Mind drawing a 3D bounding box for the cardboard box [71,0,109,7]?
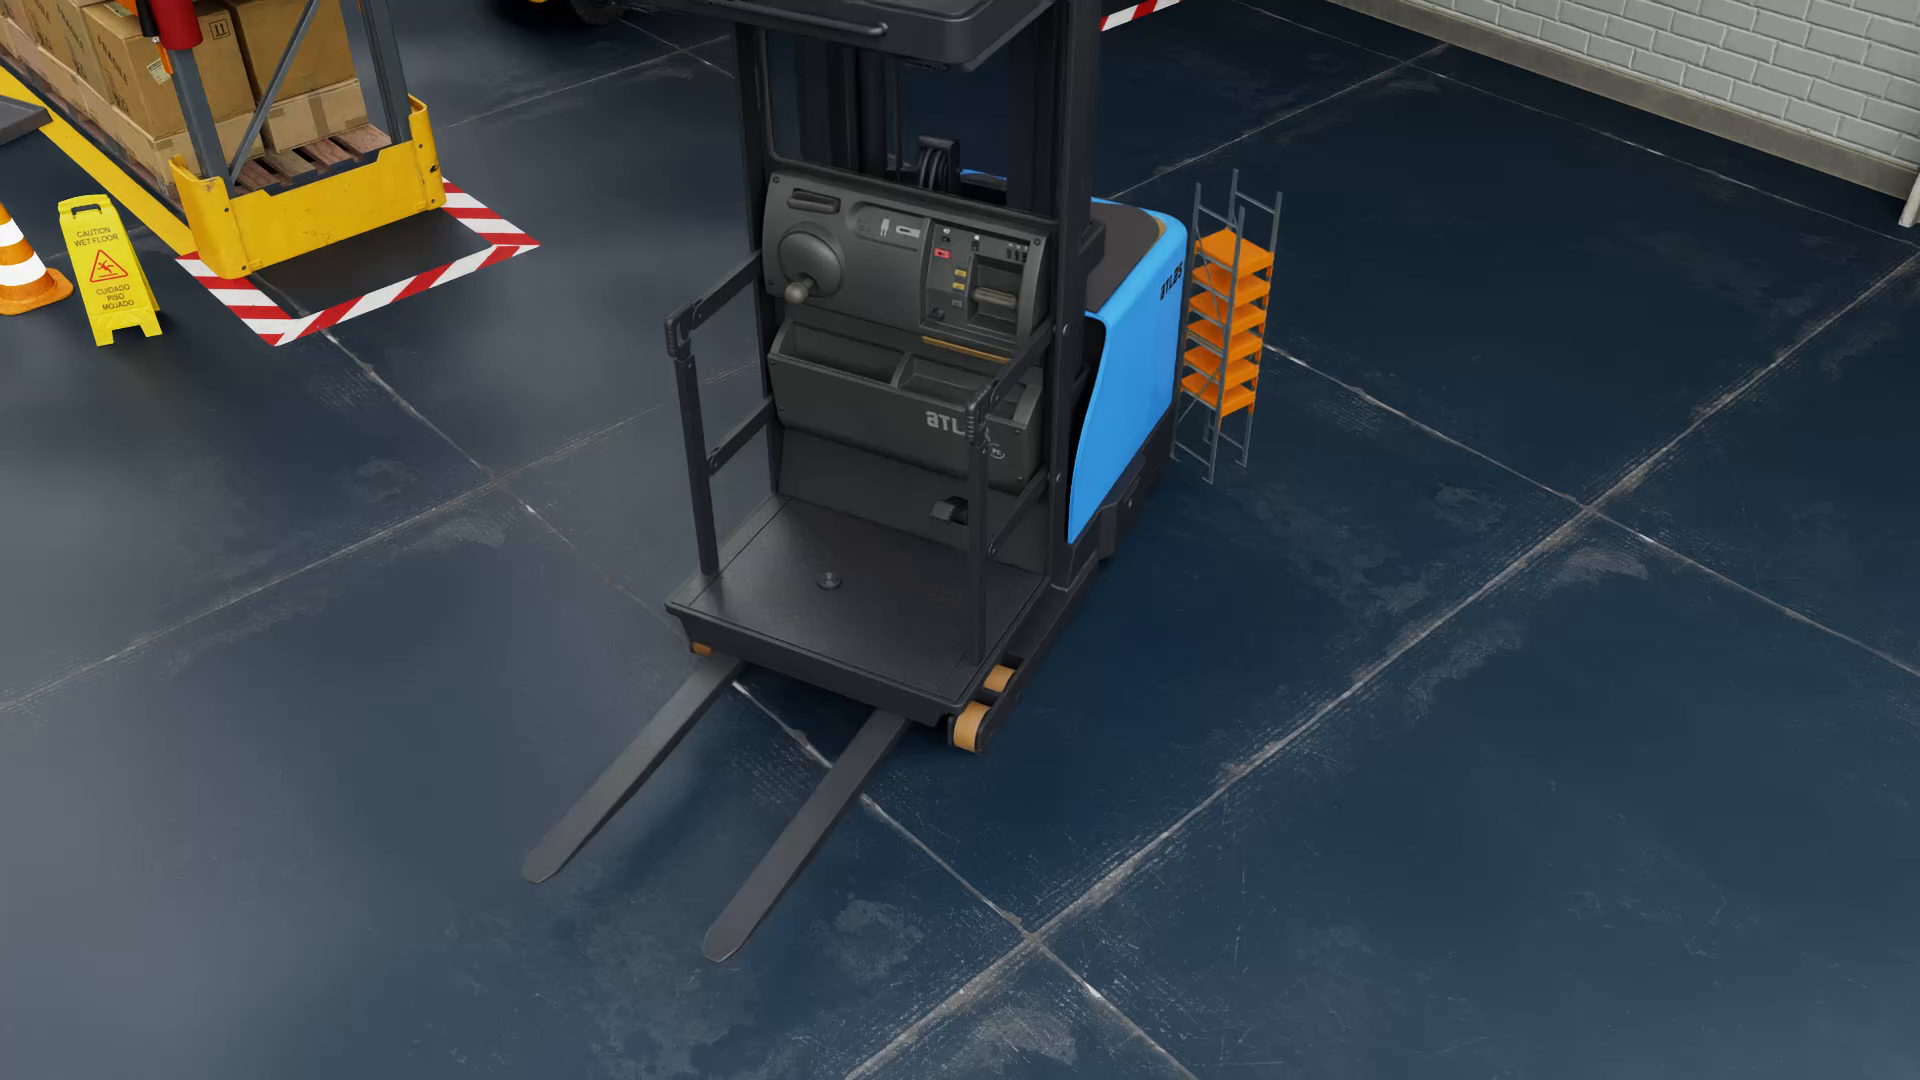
[{"bbox_3d":[-4.080,-2.696,7.942,0.380,0.149,0.250,-29,47,-31],"label":"cardboard box"}]

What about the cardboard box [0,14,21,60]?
[{"bbox_3d":[-5.184,-2.972,9.397,0.500,0.250,0.500,-27,46,-30],"label":"cardboard box"}]

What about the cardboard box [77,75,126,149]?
[{"bbox_3d":[-4.137,-2.254,8.507,0.500,0.250,0.500,-30,48,-32],"label":"cardboard box"}]

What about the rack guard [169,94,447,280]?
[{"bbox_3d":[-3.099,-1.720,7.982,1.175,0.500,0.348,-30,48,-32],"label":"rack guard"}]

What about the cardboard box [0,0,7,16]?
[{"bbox_3d":[-5.182,-3.263,9.161,0.500,0.500,0.500,-28,47,-30],"label":"cardboard box"}]

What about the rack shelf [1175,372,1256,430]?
[{"bbox_3d":[0.987,-0.557,6.437,0.180,0.103,0.258,-25,45,-28],"label":"rack shelf"}]

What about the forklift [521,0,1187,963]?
[{"bbox_3d":[-0.274,-0.771,4.872,1.130,2.935,3.031,17,42,20],"label":"forklift"}]

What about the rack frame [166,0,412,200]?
[{"bbox_3d":[-3.048,-2.657,7.153,1.000,3.000,0.127,-30,48,-32],"label":"rack frame"}]

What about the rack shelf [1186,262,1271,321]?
[{"bbox_3d":[0.987,-0.930,6.135,0.180,0.103,0.258,-25,45,-28],"label":"rack shelf"}]

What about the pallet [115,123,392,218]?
[{"bbox_3d":[-3.623,-1.999,8.557,1.003,0.211,1.213,-30,48,-32],"label":"pallet"}]

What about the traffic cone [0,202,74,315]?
[{"bbox_3d":[-4.289,-1.321,7.517,0.336,0.463,0.334,-30,48,-32],"label":"traffic cone"}]

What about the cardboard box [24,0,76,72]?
[{"bbox_3d":[-4.473,-2.779,8.561,0.500,0.500,0.500,-31,48,-33],"label":"cardboard box"}]

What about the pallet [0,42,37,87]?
[{"bbox_3d":[-5.273,-3.128,9.955,1.003,0.211,1.213,-30,48,-32],"label":"pallet"}]

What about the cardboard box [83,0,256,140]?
[{"bbox_3d":[-3.782,-2.303,7.971,0.500,0.500,0.500,-30,47,-31],"label":"cardboard box"}]

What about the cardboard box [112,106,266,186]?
[{"bbox_3d":[-3.809,-2.022,8.220,0.500,0.250,0.500,-30,48,-32],"label":"cardboard box"}]

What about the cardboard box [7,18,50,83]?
[{"bbox_3d":[-4.823,-2.728,9.094,0.500,0.250,0.500,-31,48,-32],"label":"cardboard box"}]

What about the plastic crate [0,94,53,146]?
[{"bbox_3d":[-5.295,-2.298,9.031,0.583,0.080,0.402,18,42,21],"label":"plastic crate"}]

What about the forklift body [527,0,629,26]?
[{"bbox_3d":[-2.021,-4.540,10.160,2.313,2.155,1.214,-30,48,-32],"label":"forklift body"}]

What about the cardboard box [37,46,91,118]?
[{"bbox_3d":[-4.495,-2.494,8.804,0.500,0.250,0.500,-32,49,-33],"label":"cardboard box"}]

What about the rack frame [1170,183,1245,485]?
[{"bbox_3d":[0.914,-0.743,6.215,0.006,1.200,0.240,-25,45,-28],"label":"rack frame"}]

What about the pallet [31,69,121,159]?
[{"bbox_3d":[-4.444,-2.563,9.255,1.003,0.211,1.213,-30,48,-32],"label":"pallet"}]

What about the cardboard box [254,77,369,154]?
[{"bbox_3d":[-3.390,-2.242,8.492,0.500,0.250,0.500,-30,48,-32],"label":"cardboard box"}]

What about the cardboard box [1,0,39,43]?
[{"bbox_3d":[-4.833,-3.023,8.863,0.500,0.500,0.500,-27,46,-30],"label":"cardboard box"}]

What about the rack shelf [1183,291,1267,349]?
[{"bbox_3d":[0.987,-0.837,6.211,0.180,0.103,0.258,-25,45,-28],"label":"rack shelf"}]

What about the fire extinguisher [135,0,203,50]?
[{"bbox_3d":[-3.310,-2.378,6.869,0.296,0.674,0.183,-30,48,-32],"label":"fire extinguisher"}]

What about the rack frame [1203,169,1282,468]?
[{"bbox_3d":[1.060,-0.813,6.301,0.006,1.200,0.240,-25,45,-28],"label":"rack frame"}]

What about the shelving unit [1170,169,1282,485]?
[{"bbox_3d":[0.987,-0.778,6.258,0.189,1.200,0.258,-25,45,-28],"label":"shelving unit"}]

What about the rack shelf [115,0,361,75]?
[{"bbox_3d":[-4.401,-3.303,8.525,1.077,0.370,4.000,-30,48,-32],"label":"rack shelf"}]

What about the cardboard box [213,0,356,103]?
[{"bbox_3d":[-3.406,-2.544,8.270,0.500,0.500,0.500,-32,49,-33],"label":"cardboard box"}]

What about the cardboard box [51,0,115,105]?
[{"bbox_3d":[-4.137,-2.543,8.268,0.500,0.500,0.500,-28,47,-30],"label":"cardboard box"}]

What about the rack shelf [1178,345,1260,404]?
[{"bbox_3d":[0.987,-0.650,6.362,0.180,0.103,0.258,-25,45,-28],"label":"rack shelf"}]

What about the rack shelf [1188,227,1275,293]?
[{"bbox_3d":[0.987,-1.023,6.060,0.180,0.103,0.258,-25,45,-28],"label":"rack shelf"}]

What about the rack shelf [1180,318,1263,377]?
[{"bbox_3d":[0.987,-0.743,6.286,0.180,0.103,0.258,-25,45,-28],"label":"rack shelf"}]

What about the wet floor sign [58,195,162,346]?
[{"bbox_3d":[-3.708,-1.199,7.221,0.267,0.644,0.232,-15,41,-17],"label":"wet floor sign"}]
